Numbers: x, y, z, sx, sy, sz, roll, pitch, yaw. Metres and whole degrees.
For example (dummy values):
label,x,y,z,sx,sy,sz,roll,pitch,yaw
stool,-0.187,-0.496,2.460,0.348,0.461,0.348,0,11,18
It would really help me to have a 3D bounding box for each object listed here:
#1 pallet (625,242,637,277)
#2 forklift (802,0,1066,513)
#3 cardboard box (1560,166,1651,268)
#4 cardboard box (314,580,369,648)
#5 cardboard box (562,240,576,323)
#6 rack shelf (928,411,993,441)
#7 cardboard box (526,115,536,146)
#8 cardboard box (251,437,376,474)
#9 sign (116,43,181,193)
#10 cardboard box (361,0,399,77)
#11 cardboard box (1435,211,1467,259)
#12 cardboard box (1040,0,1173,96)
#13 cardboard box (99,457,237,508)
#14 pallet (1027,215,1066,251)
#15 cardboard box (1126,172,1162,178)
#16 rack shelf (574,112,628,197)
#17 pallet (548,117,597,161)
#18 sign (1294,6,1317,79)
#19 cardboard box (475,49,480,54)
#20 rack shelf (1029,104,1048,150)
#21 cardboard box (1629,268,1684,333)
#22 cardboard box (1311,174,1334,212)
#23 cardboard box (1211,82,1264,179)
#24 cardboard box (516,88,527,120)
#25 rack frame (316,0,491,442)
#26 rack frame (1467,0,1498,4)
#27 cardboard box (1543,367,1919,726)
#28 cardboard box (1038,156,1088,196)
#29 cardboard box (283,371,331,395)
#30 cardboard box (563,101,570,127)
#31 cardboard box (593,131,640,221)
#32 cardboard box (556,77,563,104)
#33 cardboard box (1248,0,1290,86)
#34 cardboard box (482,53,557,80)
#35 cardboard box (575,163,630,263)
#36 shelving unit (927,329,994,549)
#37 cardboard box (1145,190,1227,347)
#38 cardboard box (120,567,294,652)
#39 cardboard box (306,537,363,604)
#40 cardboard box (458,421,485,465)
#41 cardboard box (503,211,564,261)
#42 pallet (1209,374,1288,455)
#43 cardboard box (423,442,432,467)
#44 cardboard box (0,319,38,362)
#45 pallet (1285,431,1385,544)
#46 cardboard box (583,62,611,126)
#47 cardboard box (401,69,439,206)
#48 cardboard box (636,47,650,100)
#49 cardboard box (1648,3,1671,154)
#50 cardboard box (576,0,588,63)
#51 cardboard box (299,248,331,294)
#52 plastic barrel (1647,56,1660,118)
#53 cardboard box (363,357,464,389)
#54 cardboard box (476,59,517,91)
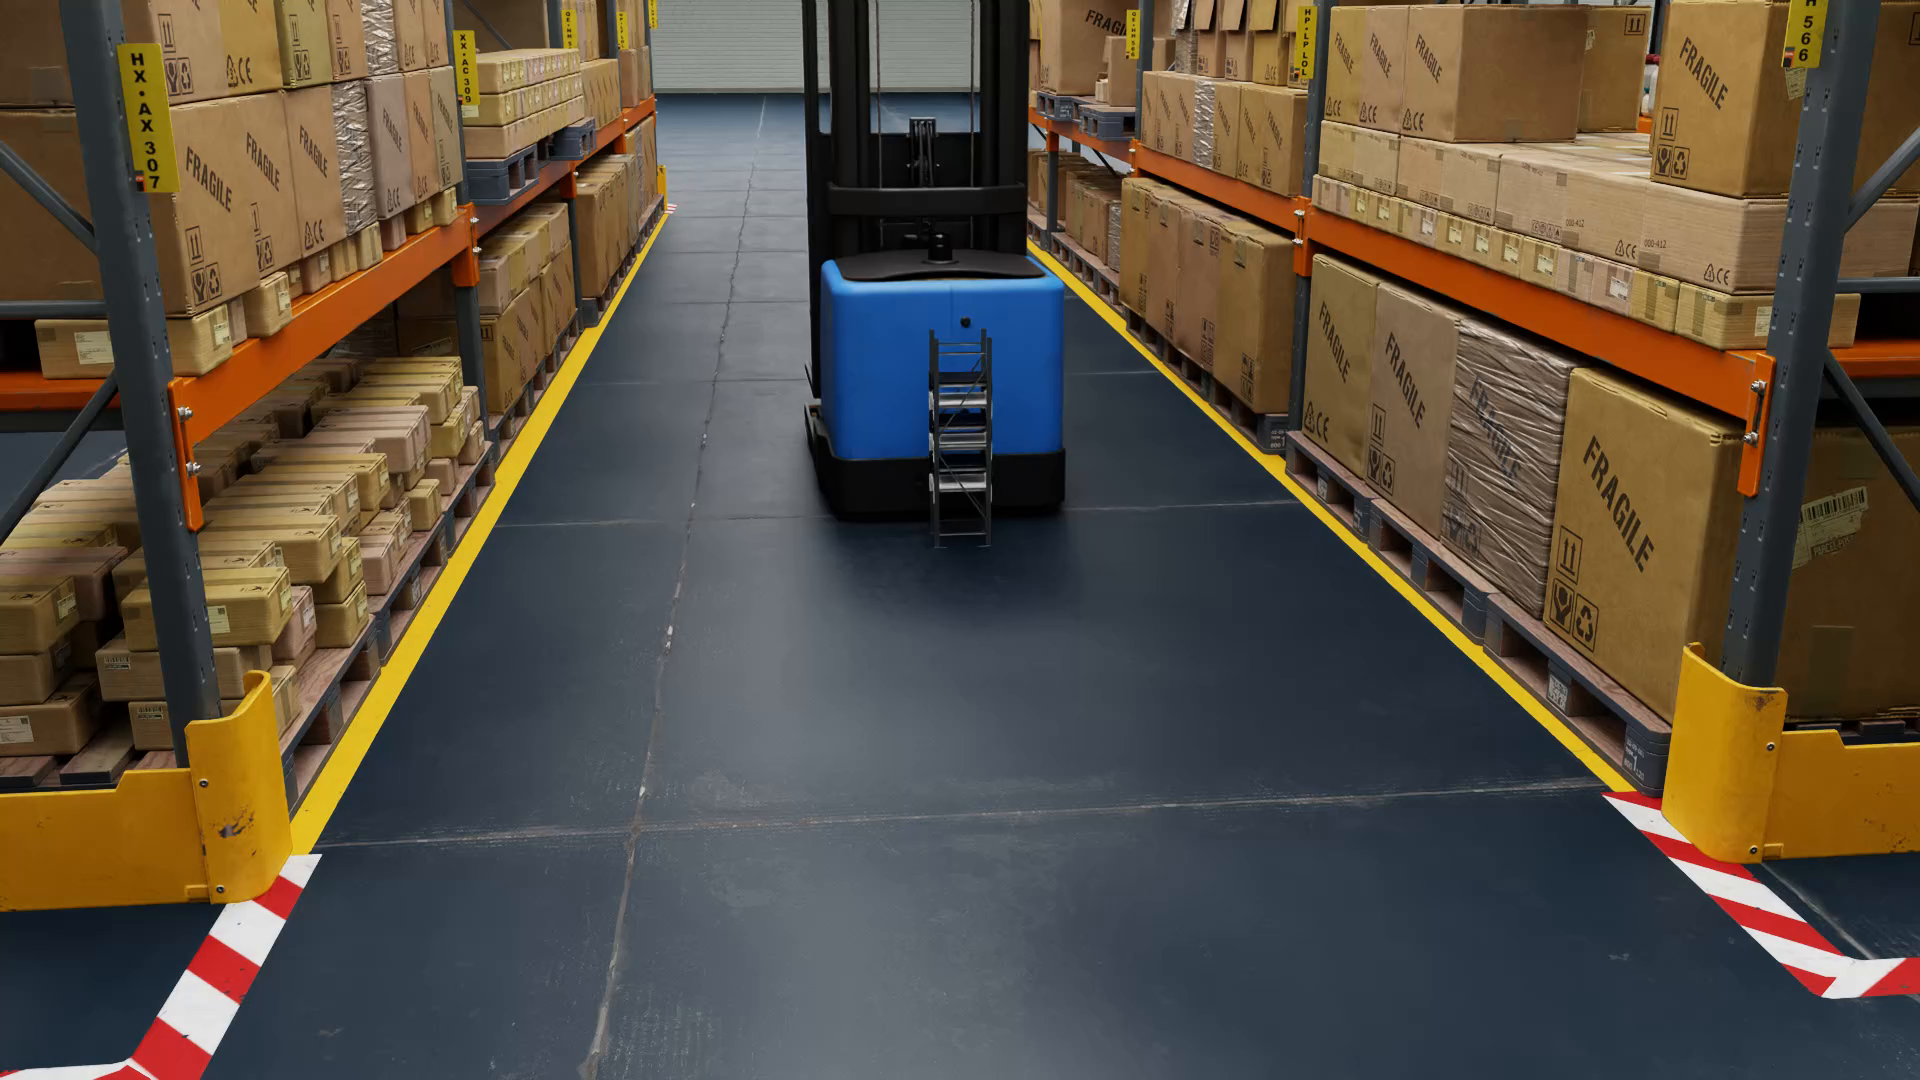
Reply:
label,x,y,z,sx,sy,sz,roll,pitch,yaw
pallet,-3.454,-2.537,14.904,1.003,0.211,1.213,-2,18,-6
forklift,-0.244,-1.917,8.389,1.130,2.935,3.031,-2,18,-8
cardboard box,2.207,-1.000,5.109,0.500,0.250,0.500,-2,18,-7
cardboard box,-2.165,0.246,5.445,0.380,0.149,0.250,-2,17,-5
cardboard box,-2.868,-1.723,11.128,0.500,0.500,0.500,-2,18,-6
rack shelf,0.001,-0.481,7.018,0.258,0.077,0.200,-2,18,-6
cardboard box,-2.448,-2.155,8.752,0.380,0.149,0.250,-2,18,-5
cardboard box,-2.364,-0.273,6.105,0.380,0.149,0.250,-2,18,-6
sign,-1.832,-0.949,3.747,0.100,0.325,0.005,-2,18,-6
cardboard box,-2.369,-1.939,6.014,0.500,0.500,0.500,-1,17,-4
cardboard box,2.022,-1.152,6.257,0.380,0.149,0.250,-2,18,-7
cardboard box,1.278,-4.463,14.683,1.000,1.000,1.000,-2,18,-5
cardboard box,-2.763,-0.183,5.816,0.380,0.149,0.250,-2,18,-7
pallet,1.231,-3.086,16.655,1.003,0.211,1.213,-2,18,-6
cardboard box,1.584,-2.757,13.139,0.500,0.250,0.500,0,17,1
rack shelf,-3.403,-3.155,13.421,1.077,0.370,4.000,-2,18,-6
pallet,-3.017,-2.602,10.778,1.213,0.211,1.003,-2,18,-6
sign,1.621,-2.329,7.787,0.100,0.325,0.005,-2,18,-6
cardboard box,-3.341,-3.122,10.839,0.380,0.149,0.250,-2,18,-6
rack shelf,1.129,-4.470,17.609,1.077,0.370,4.000,-2,18,-6
cardboard box,2.180,-0.696,4.805,0.380,0.149,0.250,-2,18,-5
cardboard box,1.860,-1.616,7.736,0.380,0.149,0.250,-2,18,-6
cardboard box,1.735,-2.316,9.379,0.500,0.500,0.500,-2,18,-6
cardboard box,-2.423,-2.219,8.459,0.380,0.149,0.250,-1,17,-4
rack frame,-2.784,-1.711,7.619,1.000,3.000,0.127,-2,18,-6
rack frame,5.849,-5.562,19.887,1.000,3.000,0.127,-2,18,-6
cardboard box,2.427,-0.017,5.071,0.875,0.875,0.875,-2,18,-6
cardboard box,1.112,-3.866,17.957,0.500,0.500,0.500,0,17,0
cardboard box,-2.985,-0.642,7.280,0.380,0.149,0.250,-1,17,-3
cardboard box,-2.615,-2.626,10.251,0.380,0.149,0.250,-2,18,-6
cardboard box,-3.604,-3.471,16.071,0.875,0.875,0.875,-2,17,-5
cardboard box,-2.585,-2.686,9.945,0.380,0.149,0.250,-2,18,-6
cardboard box,2.027,-2.755,9.104,0.797,0.503,0.637,-2,17,-5
cardboard box,-2.559,-2.750,9.654,0.380,0.149,0.250,-1,17,-3
cardboard box,-3.360,-2.752,13.989,1.050,0.750,0.750,-2,18,-6
shelving unit,0.001,-0.427,7.035,0.258,0.900,0.210,-2,18,-6
cardboard box,1.882,-1.741,10.559,1.225,0.875,0.875,-2,18,-5
cardboard box,-2.087,0.190,4.629,0.380,0.149,0.250,-3,18,-8
cardboard box,-2.174,0.101,5.409,0.380,0.149,0.250,-1,17,-4
cardboard box,-2.404,-0.445,7.645,0.380,0.149,0.250,-2,17,-5
cardboard box,-2.802,-1.923,10.513,0.500,0.250,0.500,-2,17,-5
pallet,2.006,-0.731,9.154,1.003,0.211,1.213,-2,18,-6
cardboard box,-2.421,-0.372,6.916,0.380,0.149,0.250,-2,18,-5
cardboard box,-2.674,-0.563,4.382,0.380,0.149,0.250,-2,18,-6
pallet,2.161,-0.275,7.700,1.003,0.211,1.213,-2,18,-6
cardboard box,-3.185,-3.694,13.768,0.500,0.500,0.500,-2,17,-5
cardboard box,-2.401,-1.611,6.636,0.500,0.500,0.500,-2,18,-7
cardboard box,-3.860,-5.086,18.118,0.875,0.550,0.550,-2,18,-6
cardboard box,2.681,-1.525,5.529,0.500,0.500,0.500,-2,18,-7
cardboard box,-3.445,-4.168,13.609,0.700,0.500,0.500,-2,18,-5
cardboard box,-2.284,-0.891,5.428,0.380,0.149,0.250,-2,18,-7
plastic barrel,6.218,-3.925,14.445,0.433,0.535,0.433,0,17,0
cardboard box,-2.488,-0.737,7.582,0.380,0.149,0.250,-1,17,-4
cardboard box,-2.402,-2.290,8.188,0.380,0.149,0.250,-1,17,-4
